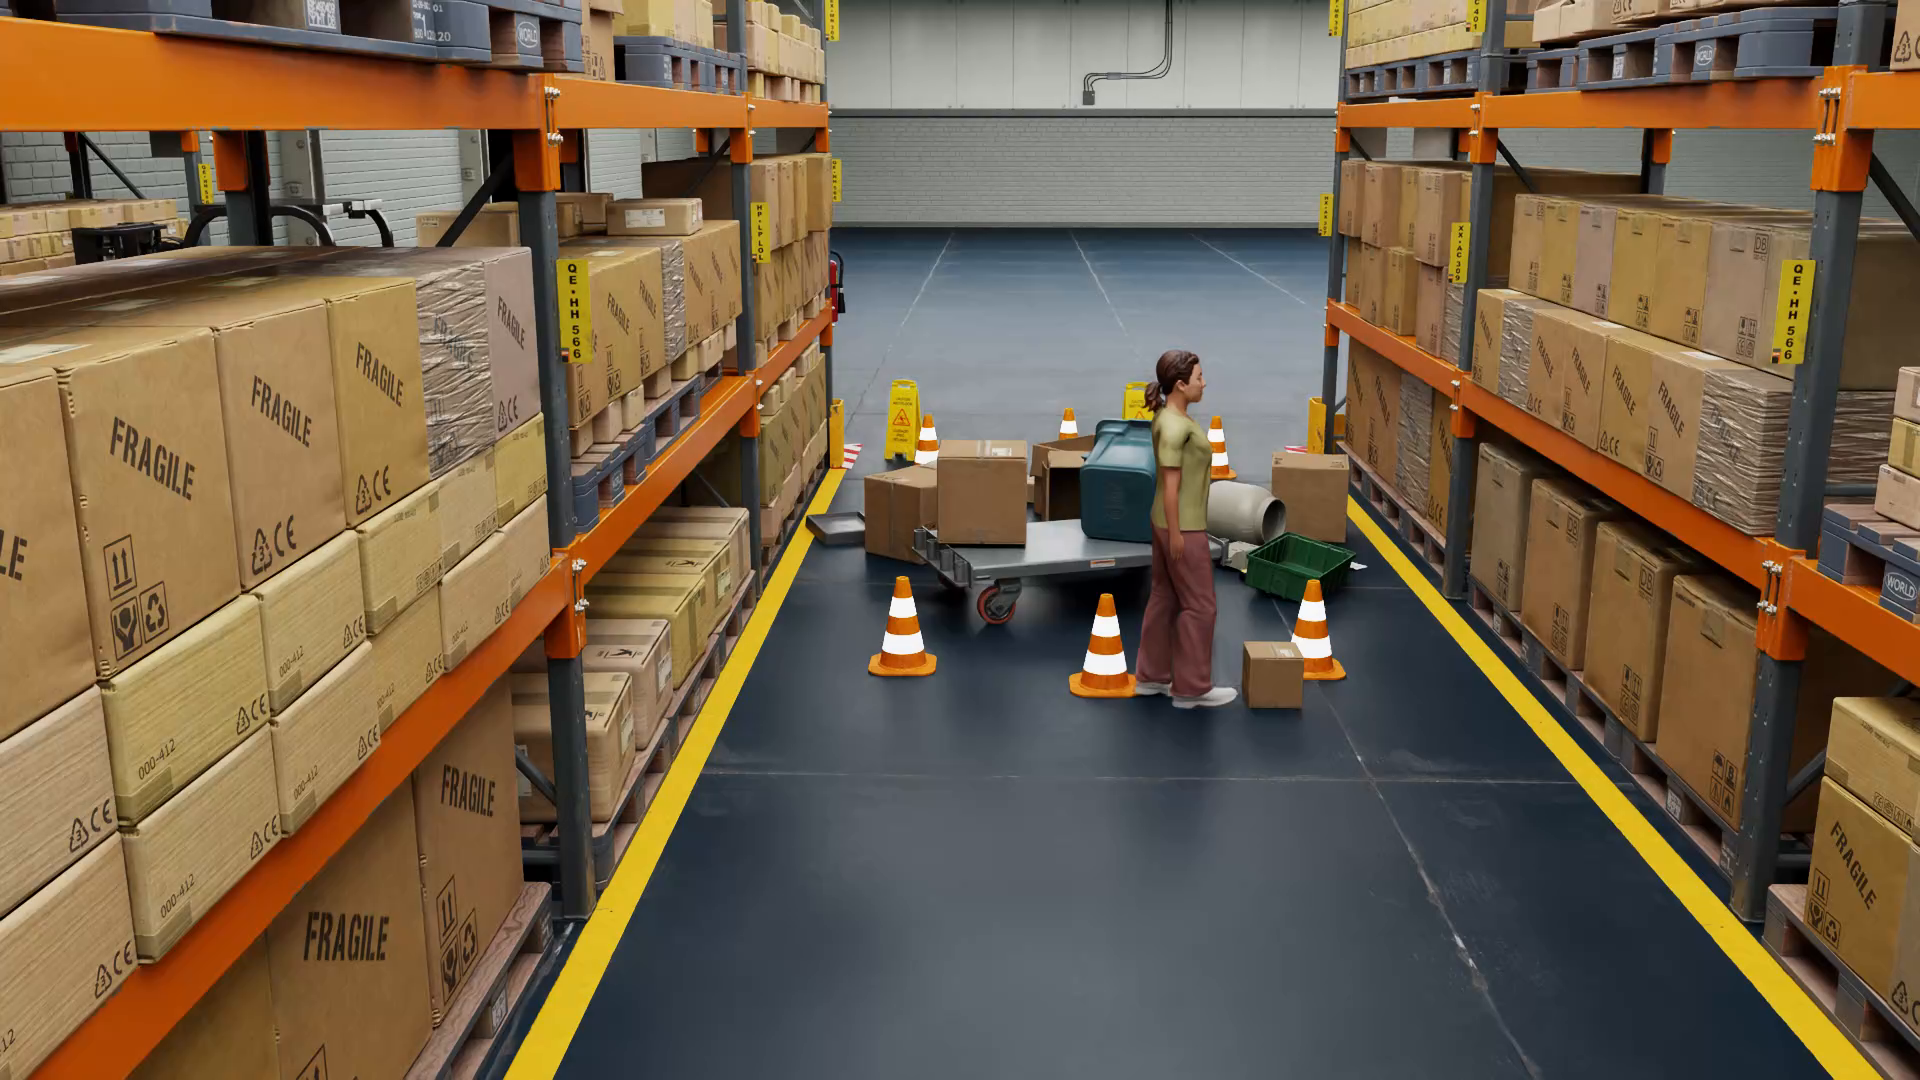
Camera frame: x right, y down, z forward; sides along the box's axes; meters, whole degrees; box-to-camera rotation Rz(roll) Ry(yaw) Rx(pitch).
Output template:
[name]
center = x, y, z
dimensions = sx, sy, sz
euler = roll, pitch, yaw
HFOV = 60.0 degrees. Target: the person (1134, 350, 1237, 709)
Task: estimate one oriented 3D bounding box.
[person]
center = 1.069, -0.050, 7.728
dimensions = 0.472, 1.669, 0.441
euler = 1, 14, 2
